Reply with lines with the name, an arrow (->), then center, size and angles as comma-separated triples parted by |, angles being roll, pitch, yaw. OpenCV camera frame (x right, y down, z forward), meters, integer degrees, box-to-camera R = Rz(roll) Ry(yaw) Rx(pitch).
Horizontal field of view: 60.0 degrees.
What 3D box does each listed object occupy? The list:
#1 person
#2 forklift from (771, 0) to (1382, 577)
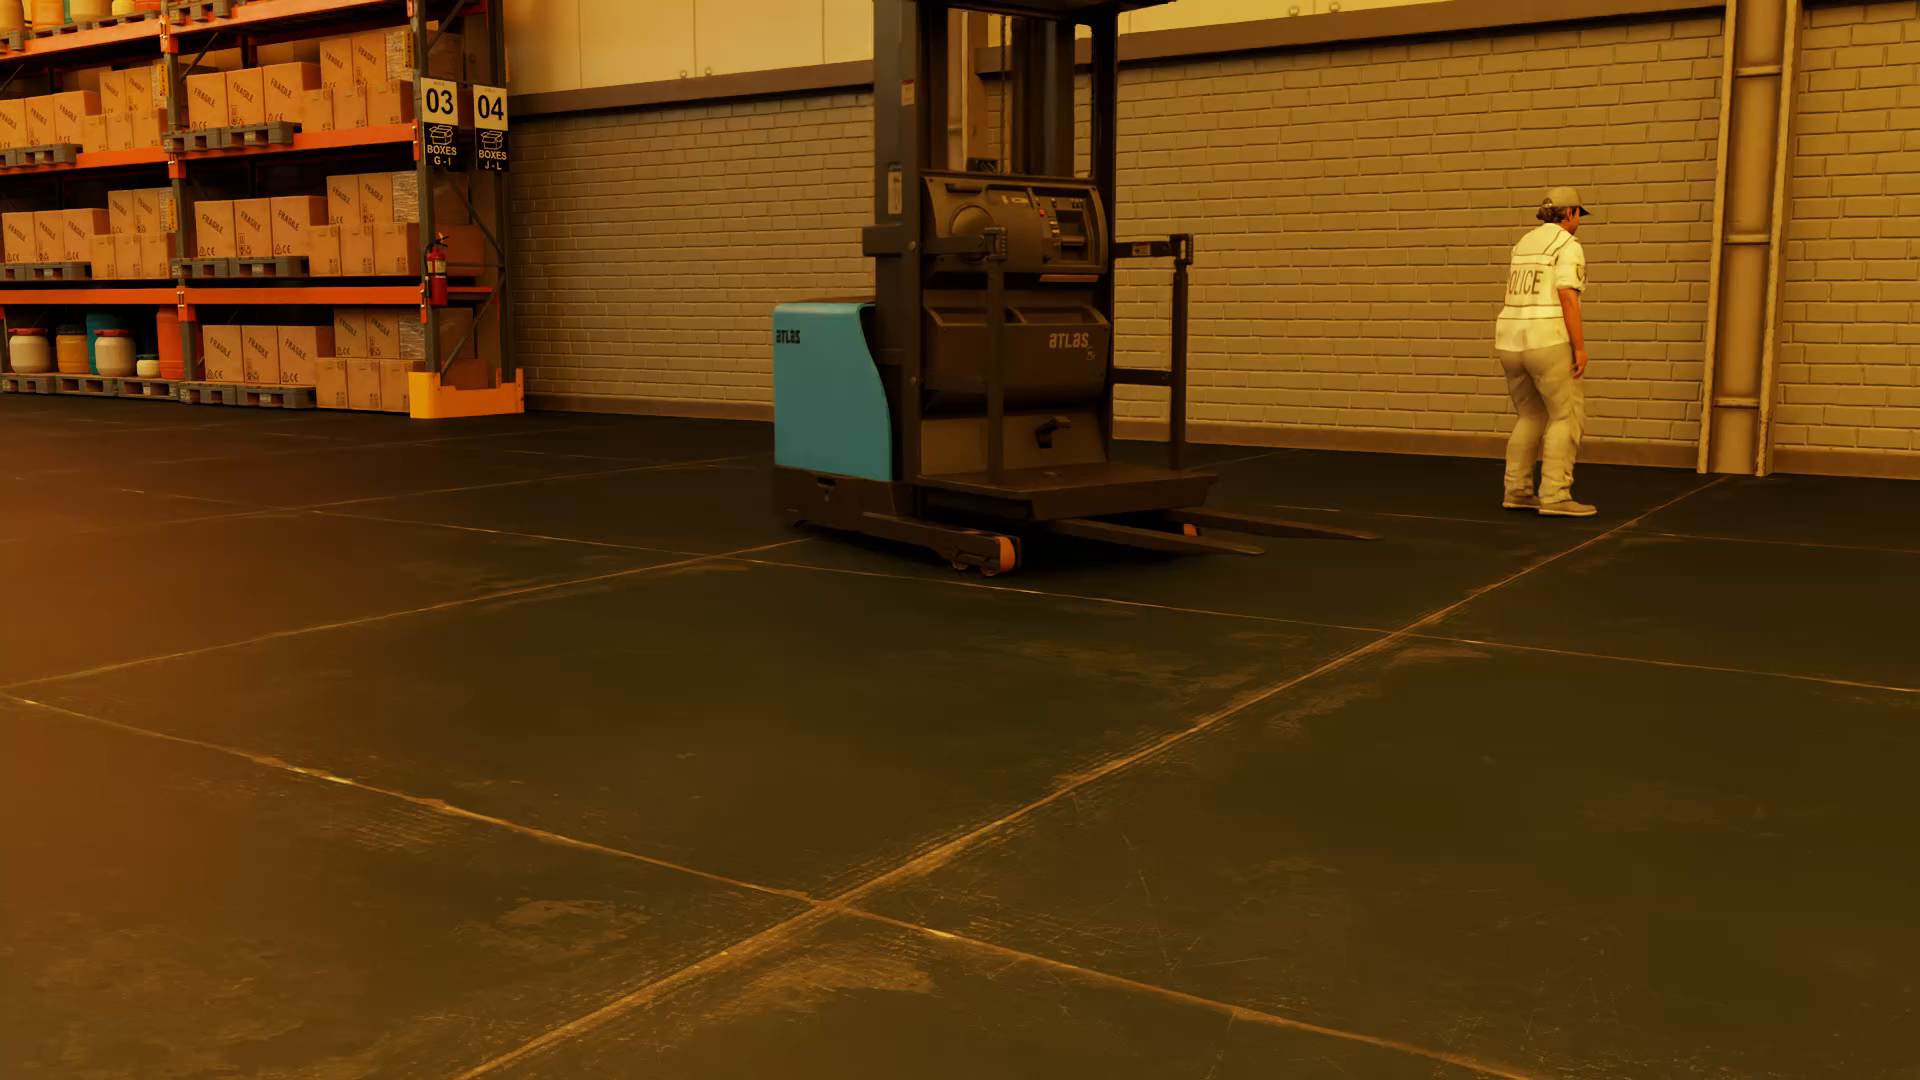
person -> 3.017, -0.969, 8.519 | 0.467, 1.666, 0.538 | -3, 9, -19
forklift -> 0.377, -1.383, 6.915 | 1.130, 2.935, 3.031 | -6, 10, -36
